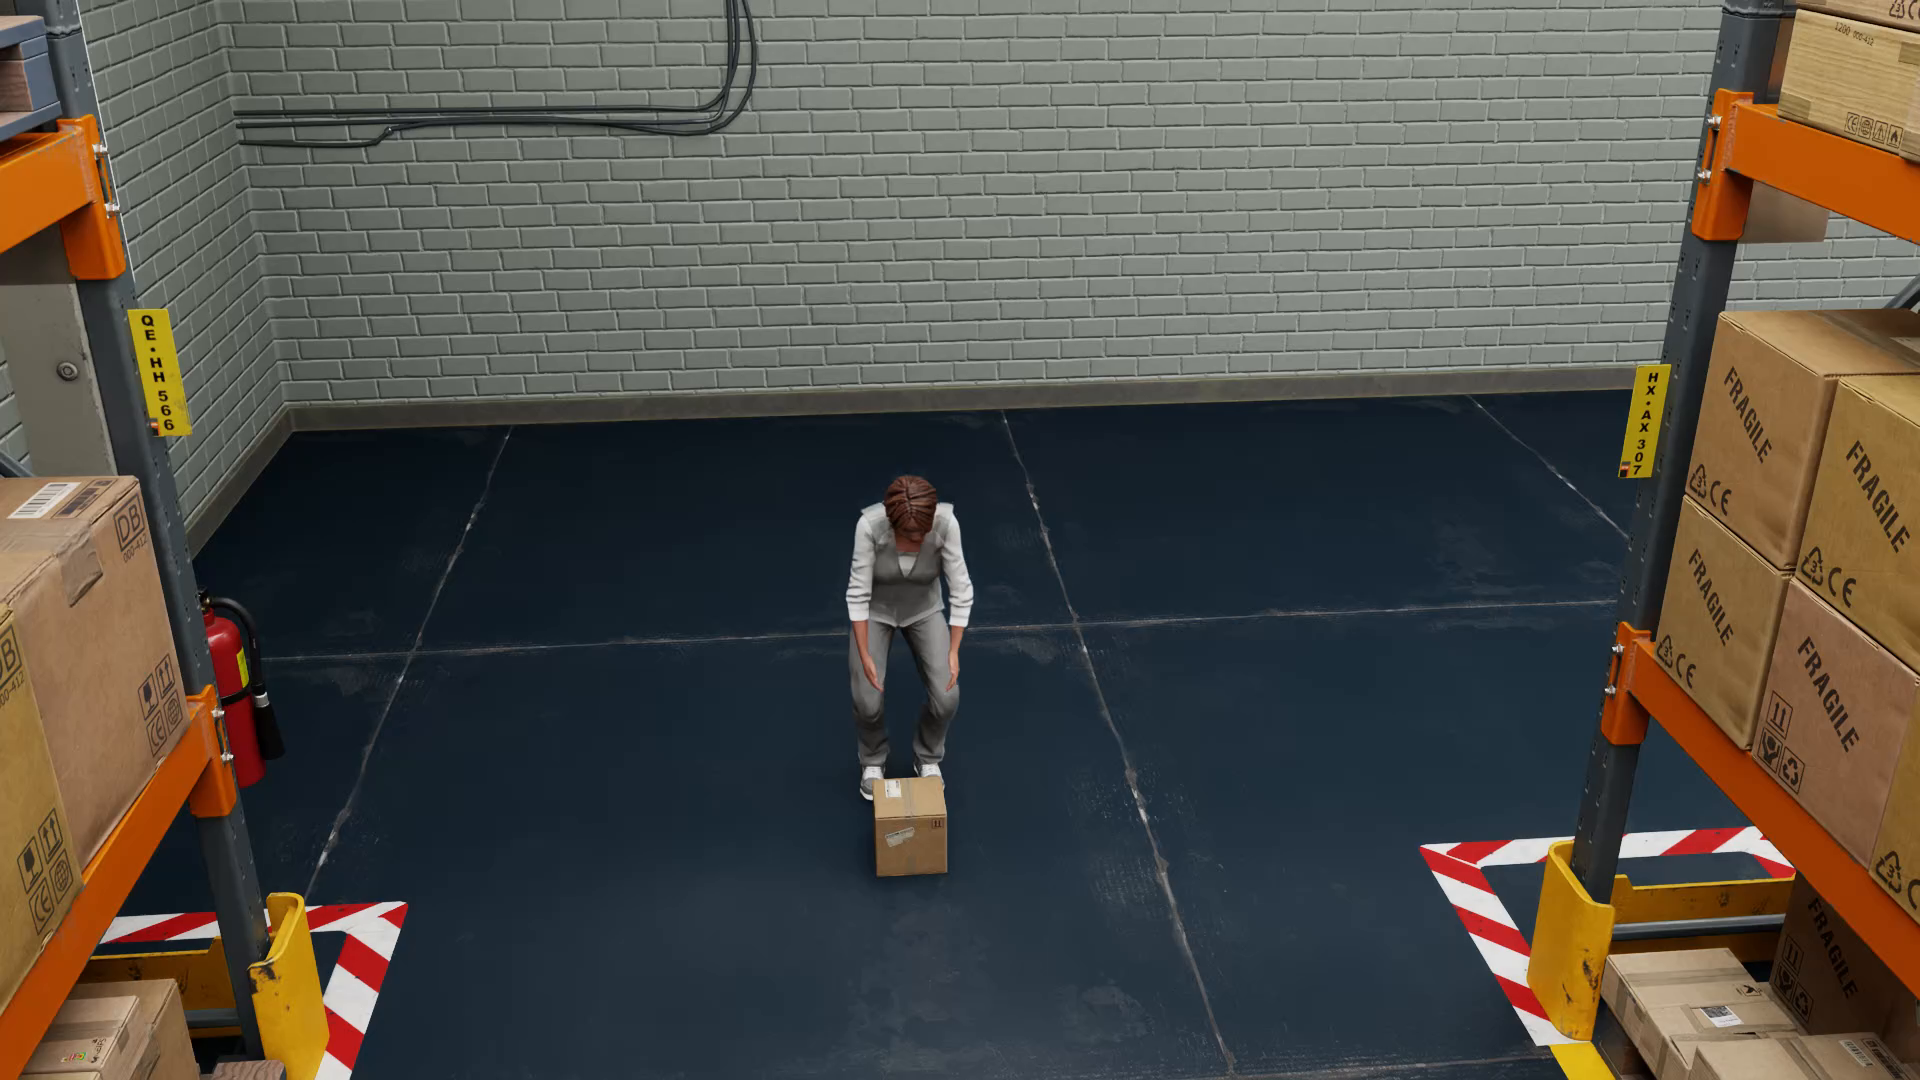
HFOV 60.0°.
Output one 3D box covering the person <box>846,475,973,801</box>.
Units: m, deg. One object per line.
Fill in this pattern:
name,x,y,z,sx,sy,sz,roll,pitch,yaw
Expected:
person,-0.188,0.335,6.146,0.460,1.376,0.602,-2,24,-5
